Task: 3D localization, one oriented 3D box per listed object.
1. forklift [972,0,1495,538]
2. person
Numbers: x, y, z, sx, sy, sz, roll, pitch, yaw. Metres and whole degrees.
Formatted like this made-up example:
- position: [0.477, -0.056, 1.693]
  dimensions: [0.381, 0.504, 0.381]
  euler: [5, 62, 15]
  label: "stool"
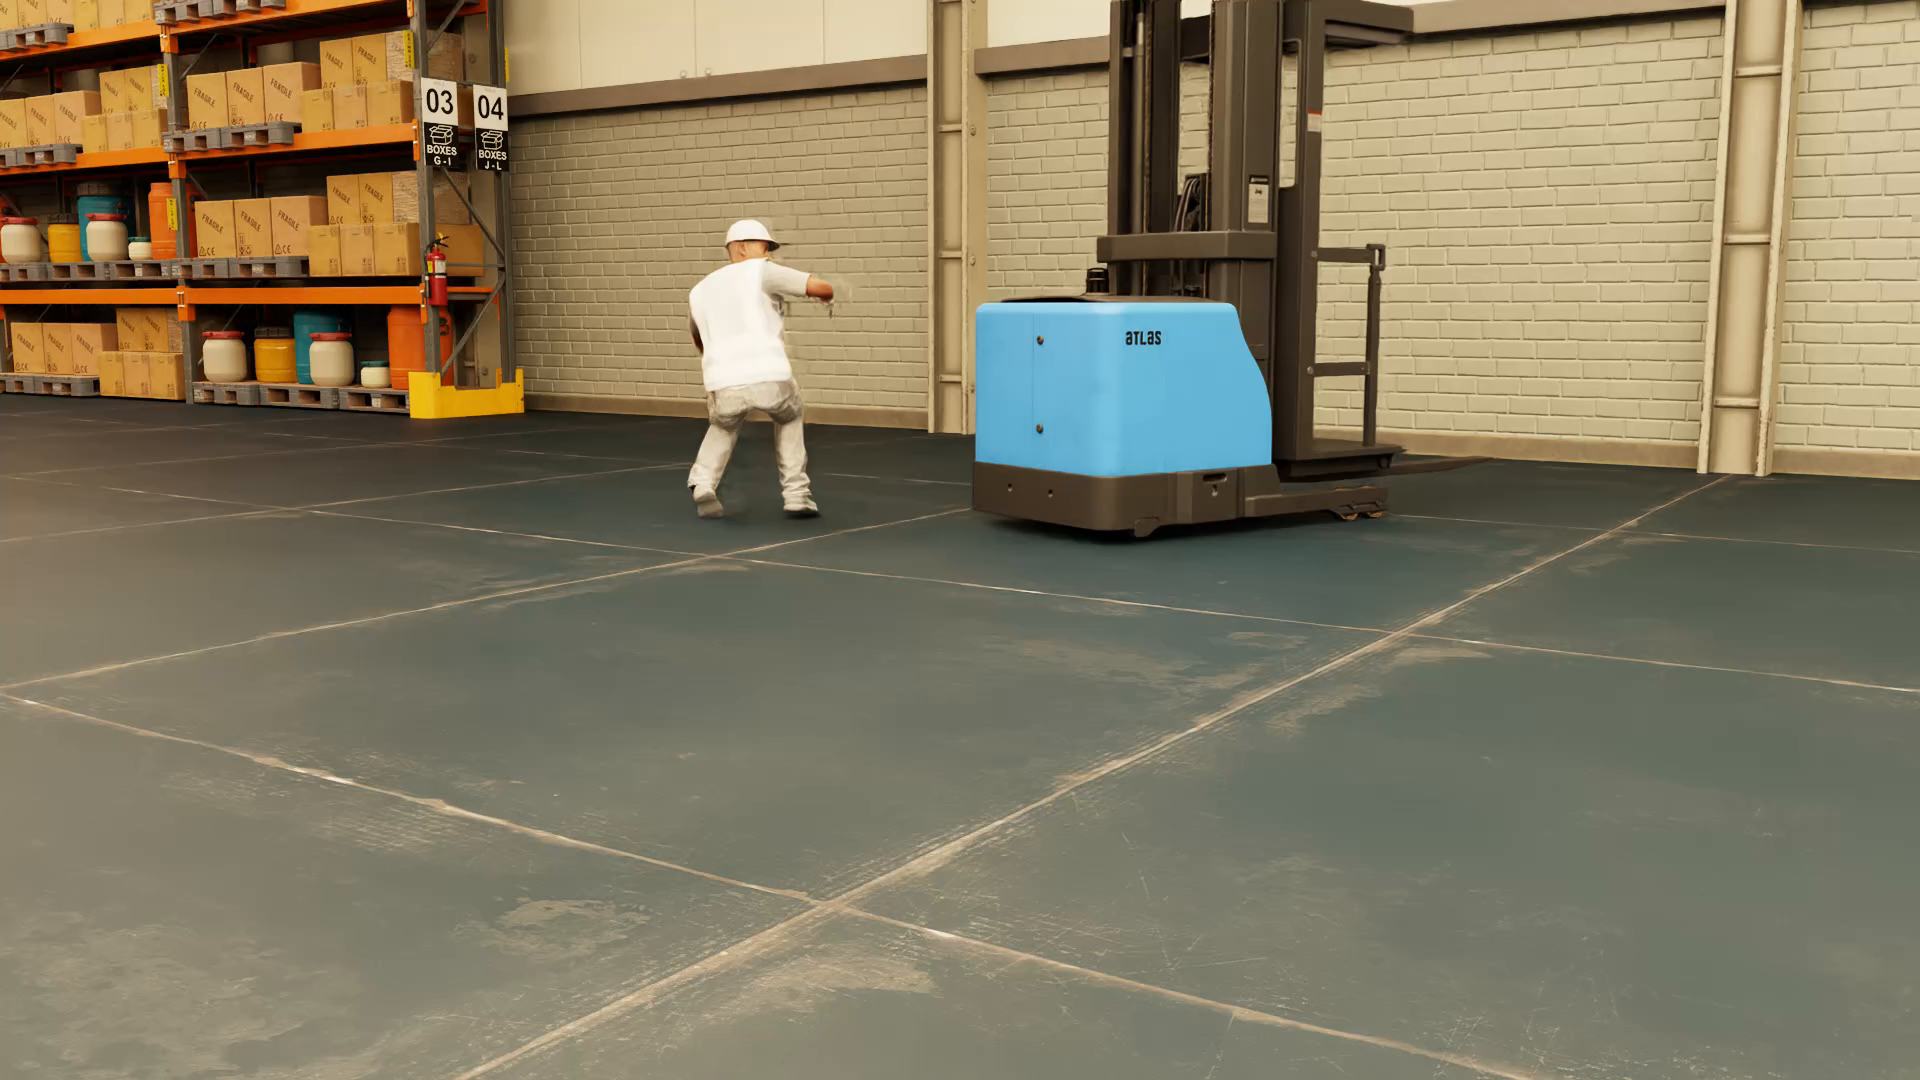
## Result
- position: [1.551, -1.600, 8.442]
  dimensions: [3.031, 2.935, 1.130]
  euler: [-6, 10, -36]
  label: "forklift"
- position: [-0.990, -0.851, 8.381]
  dimensions: [0.829, 1.500, 0.964]
  euler: [2, 8, 10]
  label: "person"
